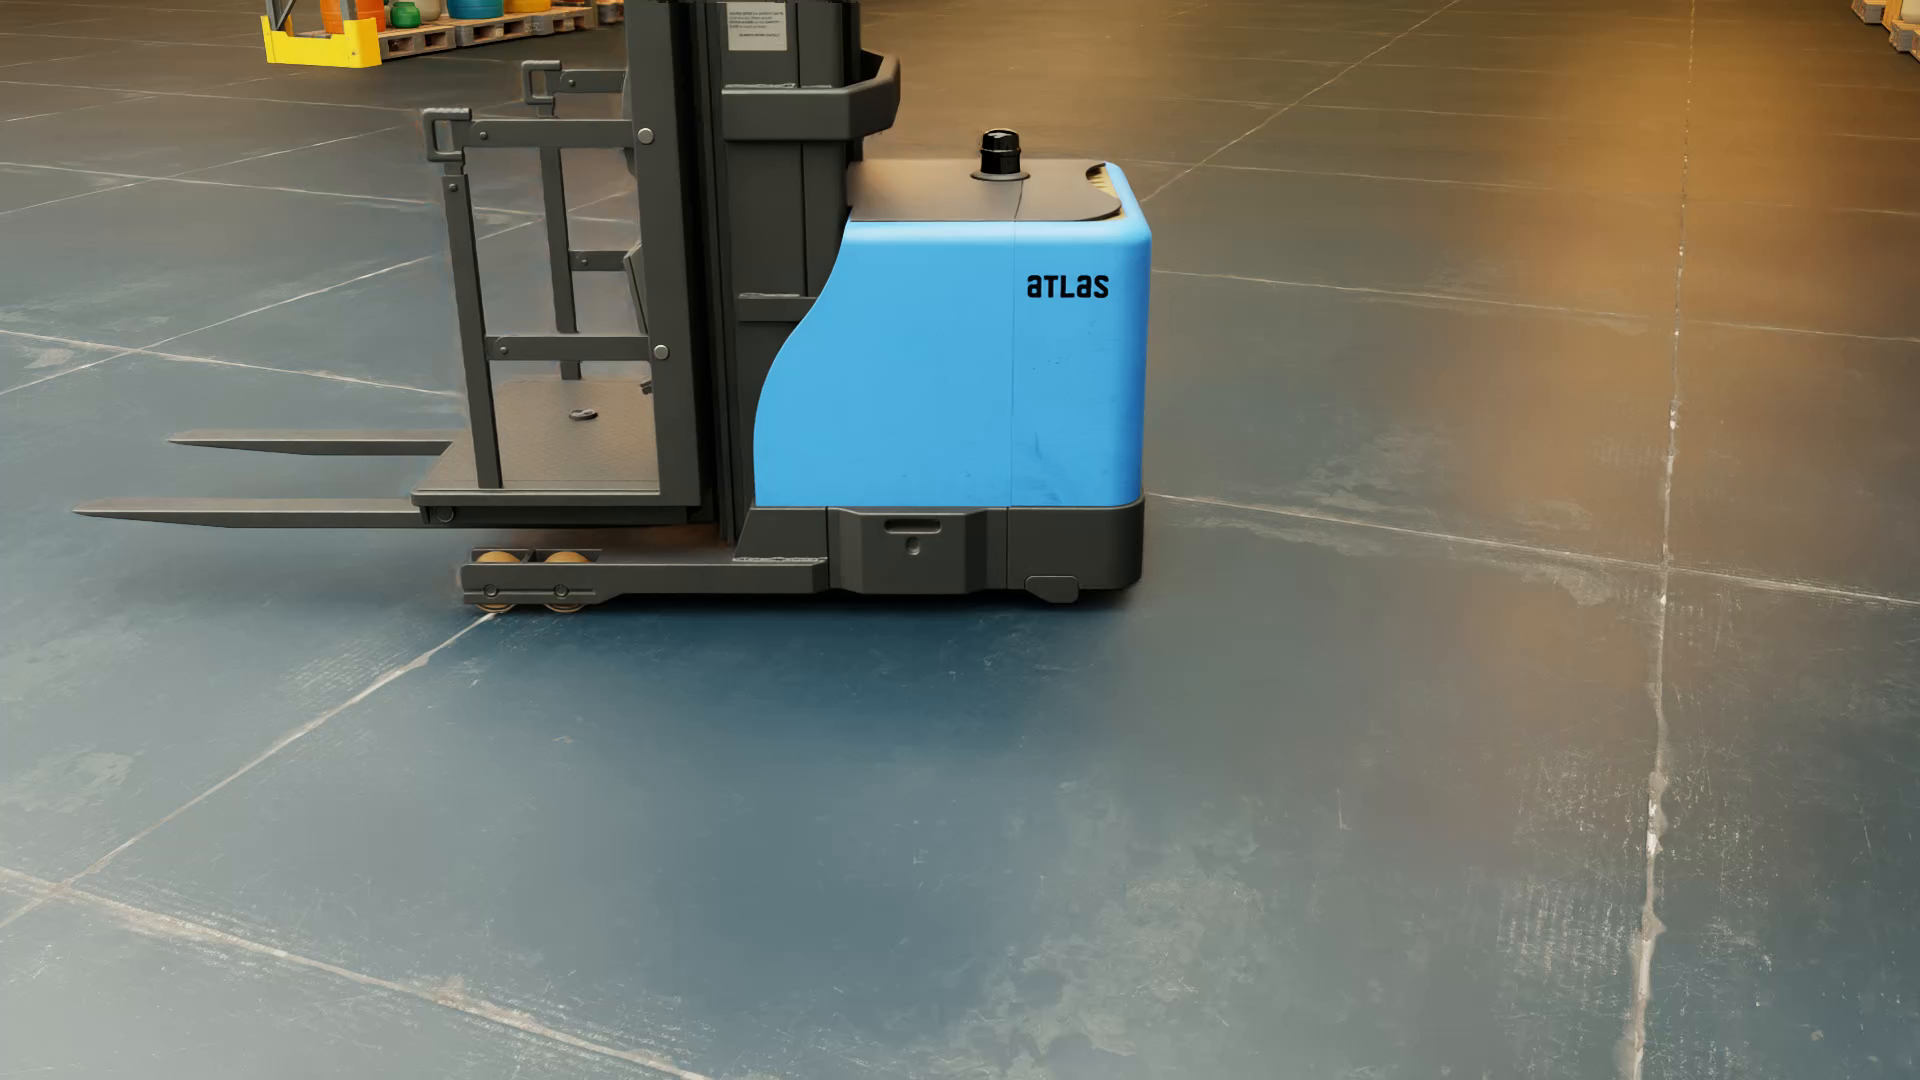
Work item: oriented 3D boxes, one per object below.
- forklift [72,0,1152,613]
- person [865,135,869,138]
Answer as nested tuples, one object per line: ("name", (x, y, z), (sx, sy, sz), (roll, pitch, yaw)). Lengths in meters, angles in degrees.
("forklift", (-1.003, -1.354, 4.533), (3.031, 2.935, 1.130), (0, 23, 0))
("person", (-0.658, -1.624, 6.837), (0.518, 1.681, 0.763), (-9, 24, -20))
